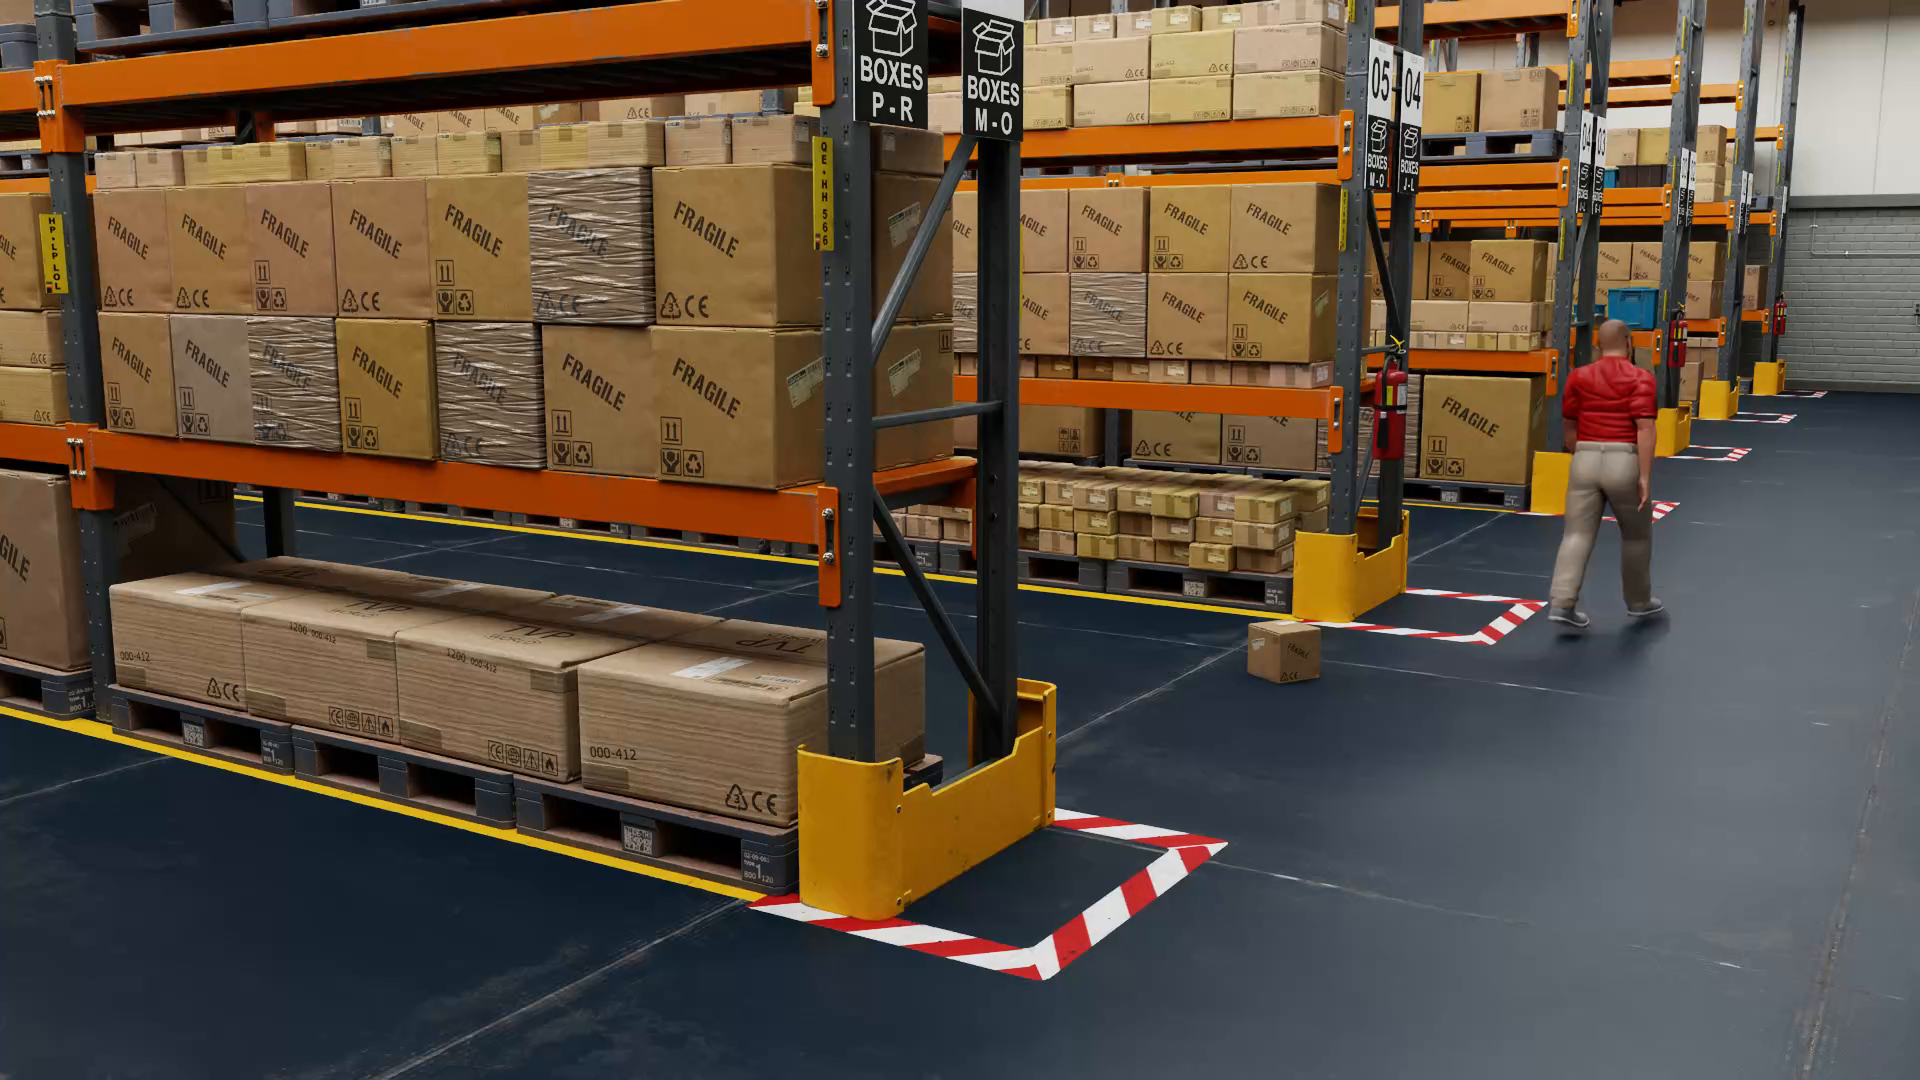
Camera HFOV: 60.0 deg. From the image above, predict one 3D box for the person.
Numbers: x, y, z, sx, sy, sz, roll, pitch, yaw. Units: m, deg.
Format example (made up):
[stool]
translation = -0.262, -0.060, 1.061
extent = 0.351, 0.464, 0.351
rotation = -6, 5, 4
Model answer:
[person]
translation = 3.578, -0.378, 9.163
extent = 0.541, 1.668, 1.015
rotation = 7, 12, 38
